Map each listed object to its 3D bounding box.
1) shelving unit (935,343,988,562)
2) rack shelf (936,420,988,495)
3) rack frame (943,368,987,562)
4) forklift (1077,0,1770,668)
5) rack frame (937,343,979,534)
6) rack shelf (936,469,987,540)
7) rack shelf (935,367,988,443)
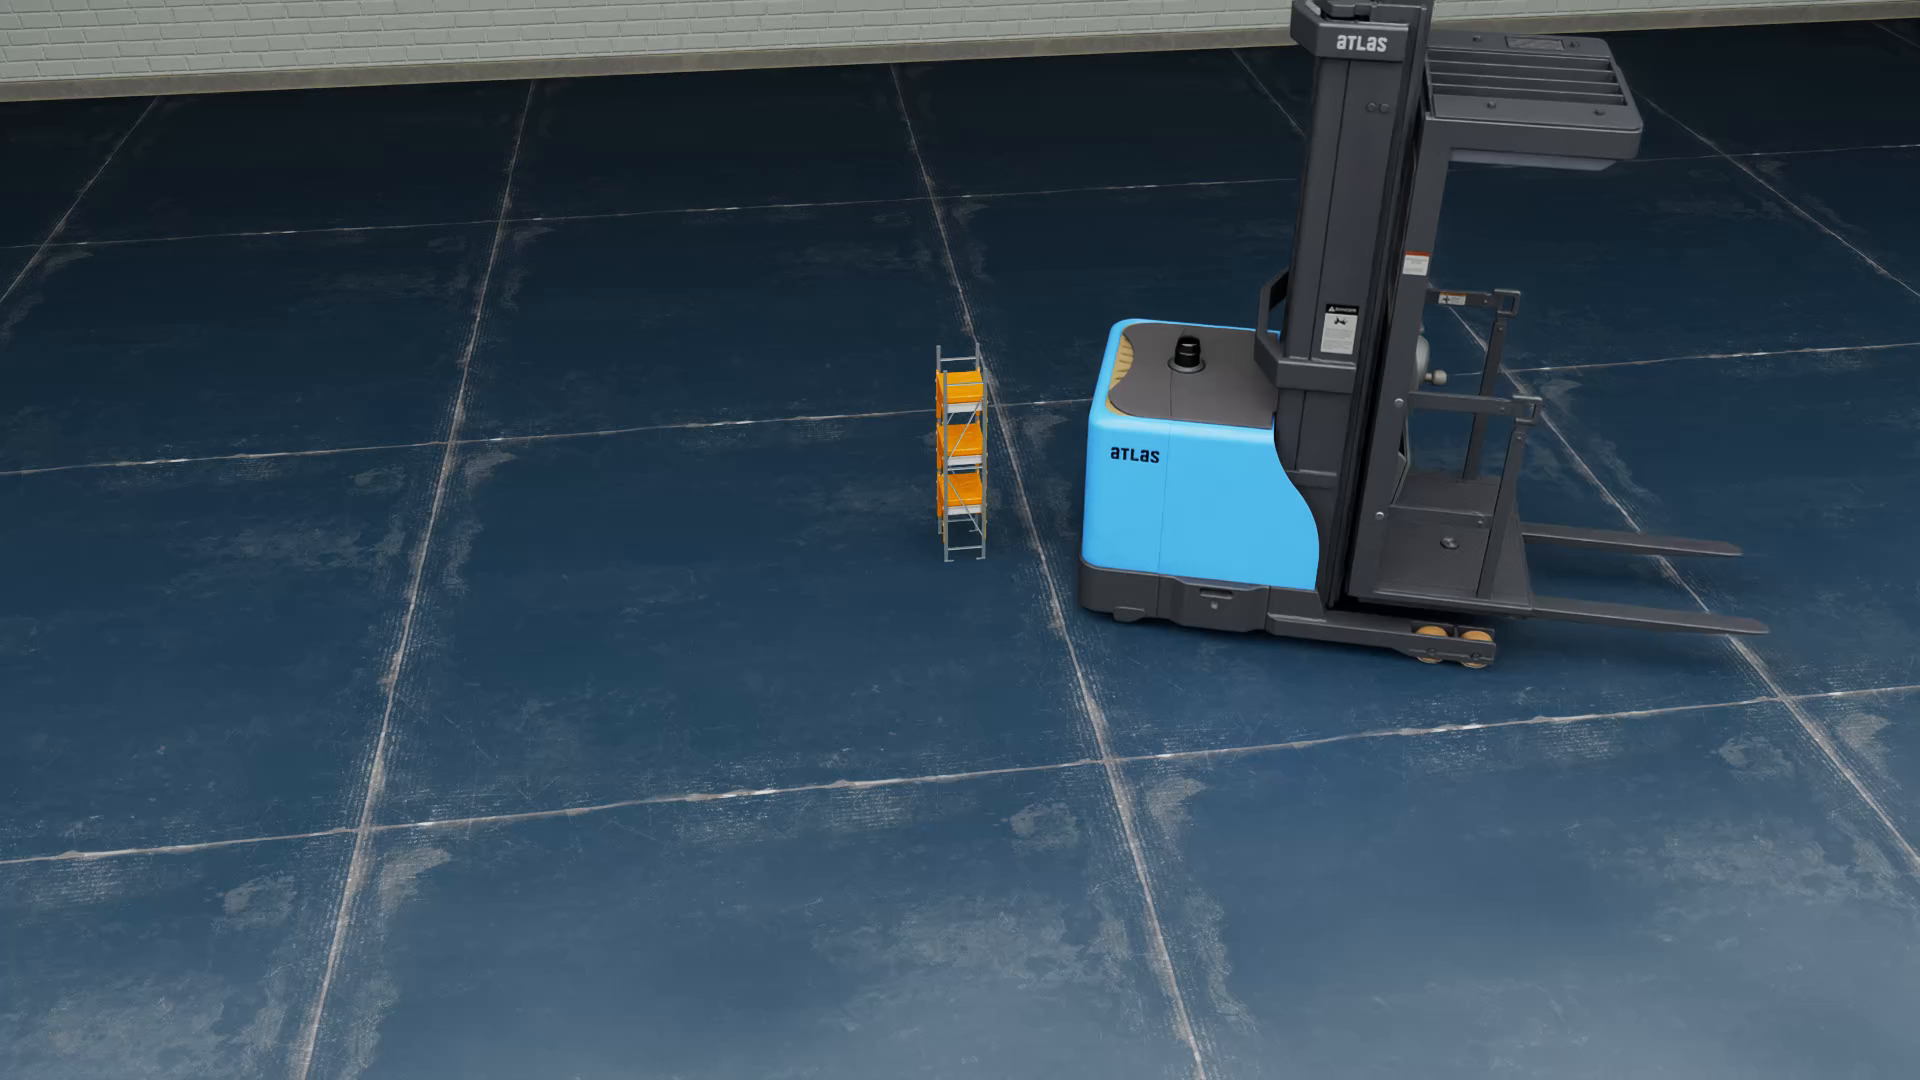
[{"bbox_3d":[0.007,-0.404,7.911,0.215,1.050,0.252,-4,35,-6],"label":"shelving unit"},{"bbox_3d":[0.007,-0.395,7.916,0.215,0.259,0.240,-4,35,-6],"label":"rack shelf"},{"bbox_3d":[0.024,-0.336,7.811,0.200,1.050,0.008,-4,35,-6],"label":"rack frame"},{"bbox_3d":[2.111,-0.966,7.065,3.031,2.935,1.130,6,35,9],"label":"forklift"},{"bbox_3d":[-0.009,-0.472,8.010,0.200,1.050,0.008,-4,35,-6],"label":"rack frame"},{"bbox_3d":[0.007,-0.166,8.073,0.215,0.259,0.240,-4,35,-6],"label":"rack shelf"},{"bbox_3d":[0.007,-0.630,7.757,0.215,0.259,0.240,-4,35,-6],"label":"rack shelf"}]
